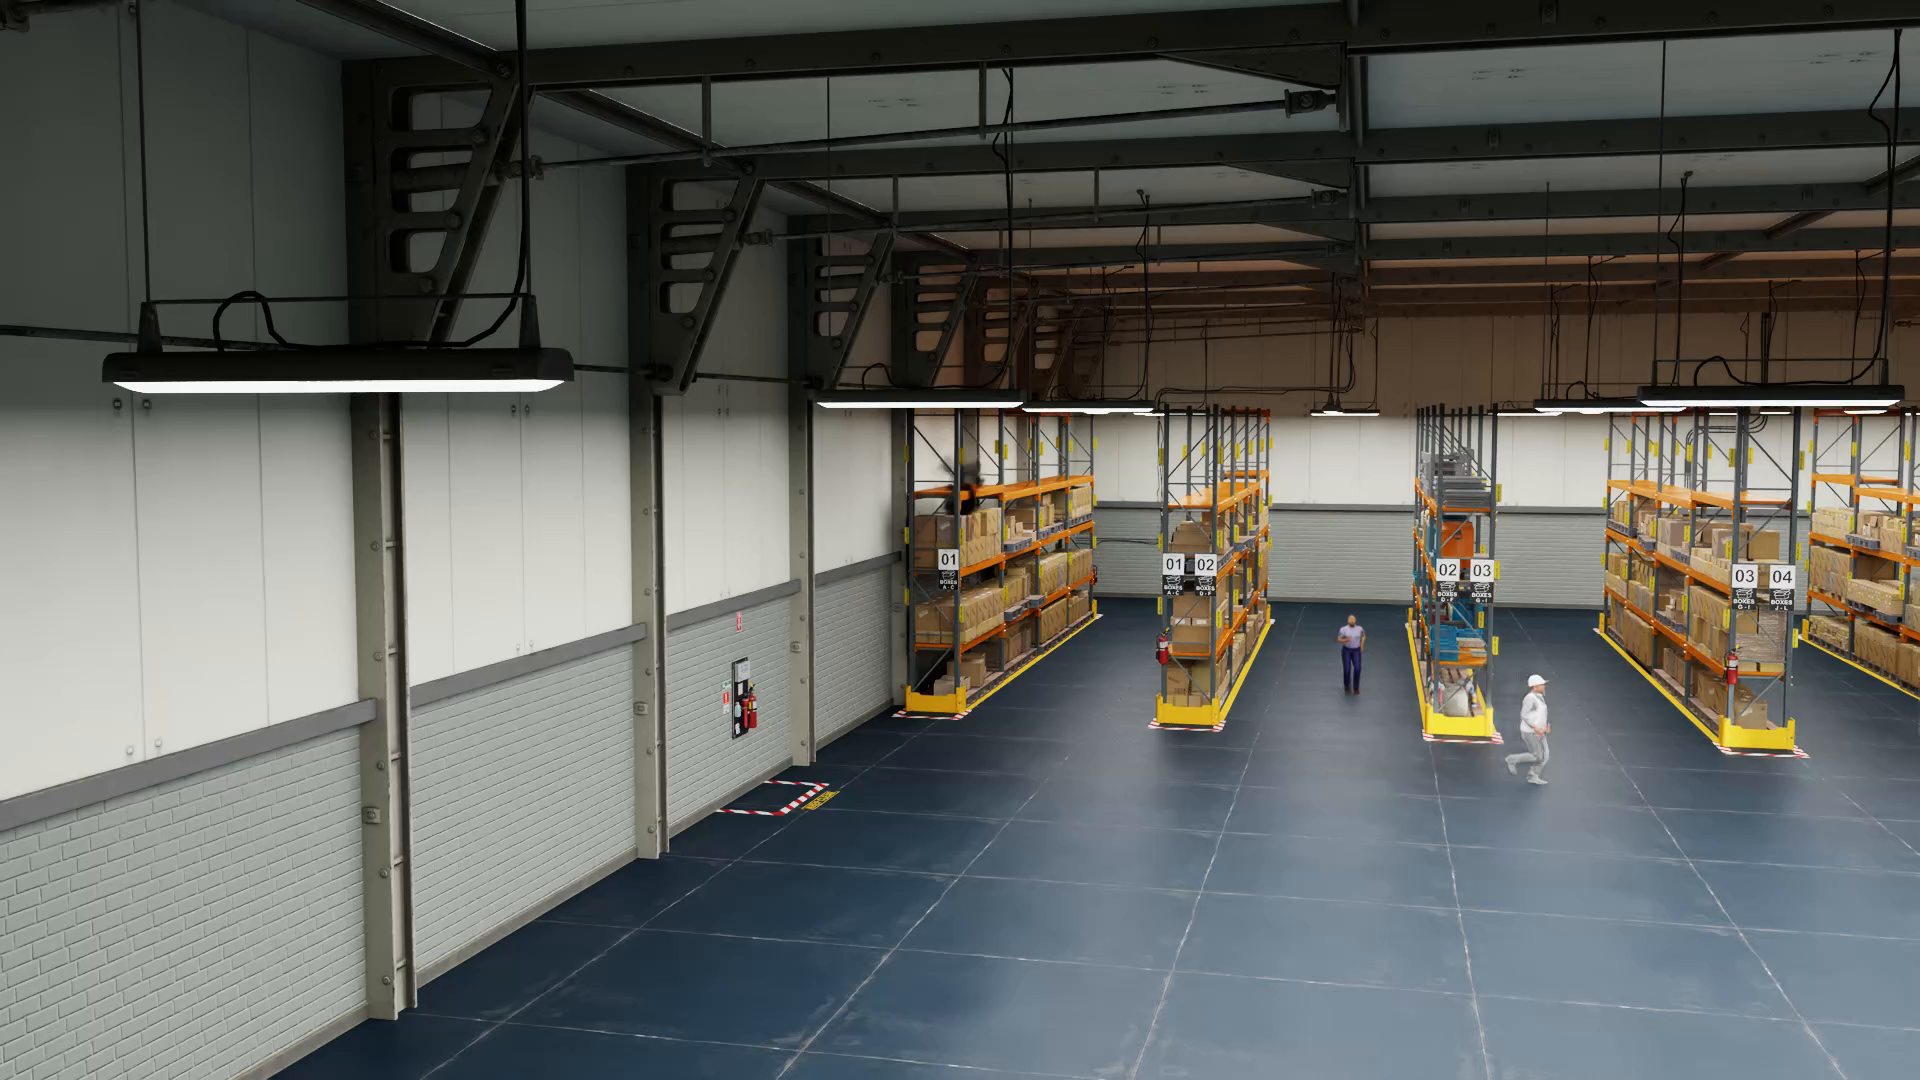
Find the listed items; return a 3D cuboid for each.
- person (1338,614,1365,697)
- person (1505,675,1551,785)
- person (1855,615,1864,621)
[{"bbox_3d":[8.134,2.391,34.537,0.585,1.700,0.708,1,4,9],"label":"person"},{"bbox_3d":[8.925,2.968,26.097,0.636,1.727,0.648,3,5,36],"label":"person"},{"bbox_3d":[23.804,1.672,44.122,0.627,1.691,0.598,1,4,12],"label":"person"}]
